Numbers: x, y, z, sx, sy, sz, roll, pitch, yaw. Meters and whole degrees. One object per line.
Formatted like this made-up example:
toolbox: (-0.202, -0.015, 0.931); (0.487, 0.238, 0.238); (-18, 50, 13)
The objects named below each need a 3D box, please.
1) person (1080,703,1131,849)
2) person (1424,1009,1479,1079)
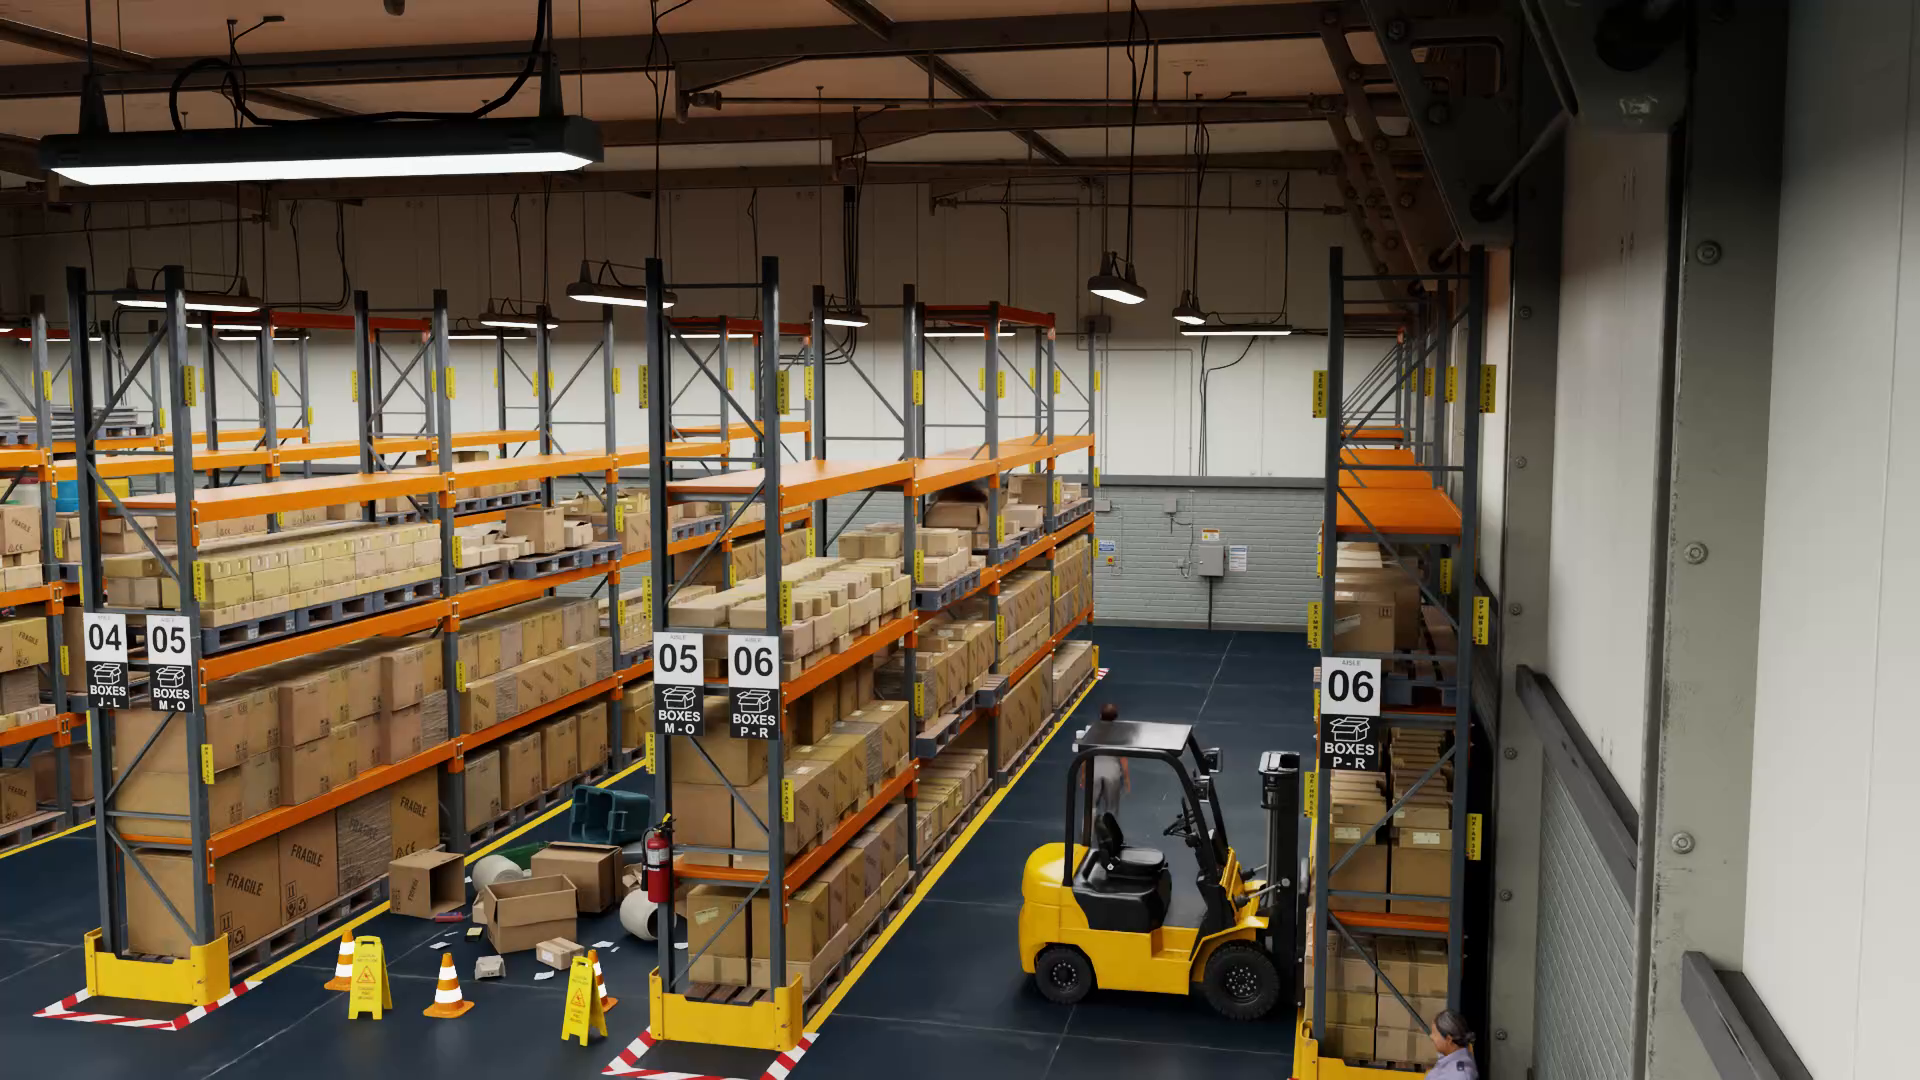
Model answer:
person: (1.531, 2.552, 17.726); (0.537, 1.633, 0.757); (2, 6, 18)
person: (2.742, 3.415, 9.203); (0.368, 1.664, 0.503); (1, 6, 8)
